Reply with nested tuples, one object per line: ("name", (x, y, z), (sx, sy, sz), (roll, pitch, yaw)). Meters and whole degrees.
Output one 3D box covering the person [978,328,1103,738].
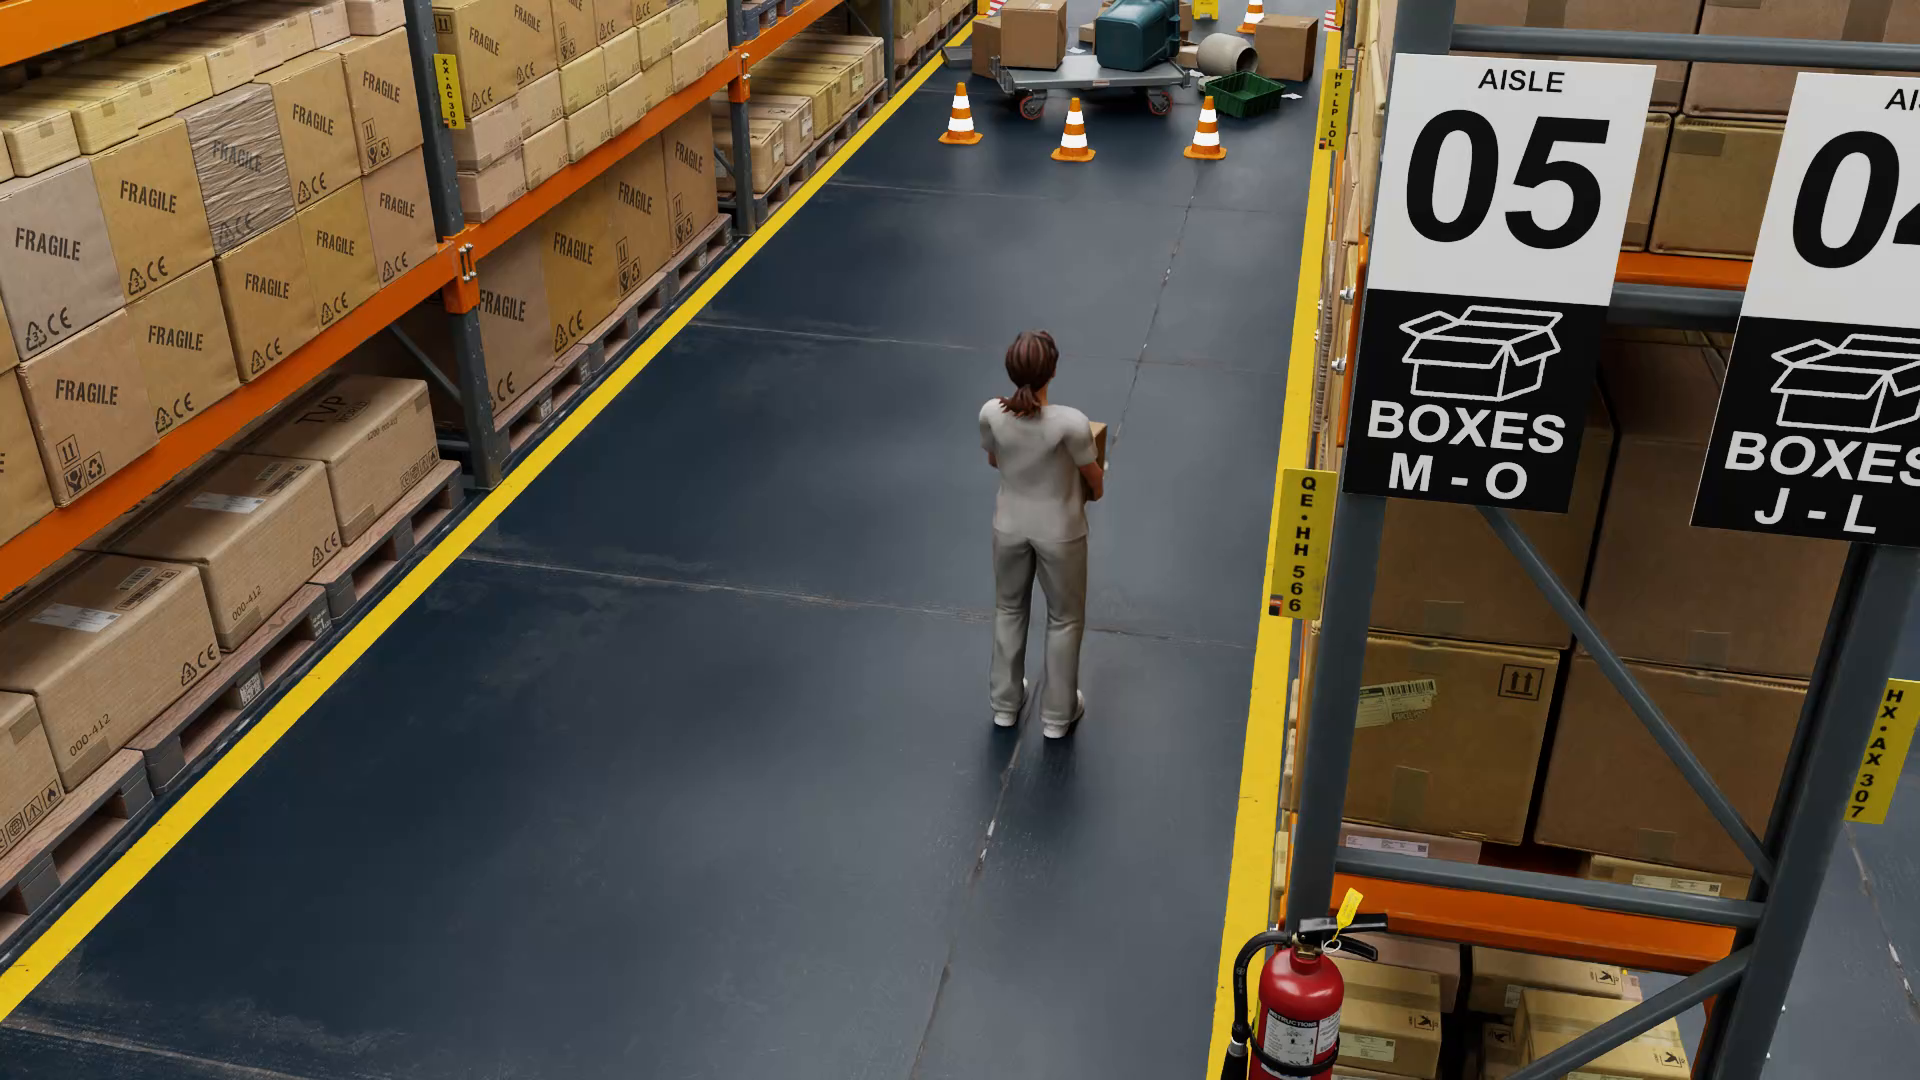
("person", (0.310, -0.048, 6.232), (0.439, 1.654, 0.551), (11, 31, 19))
